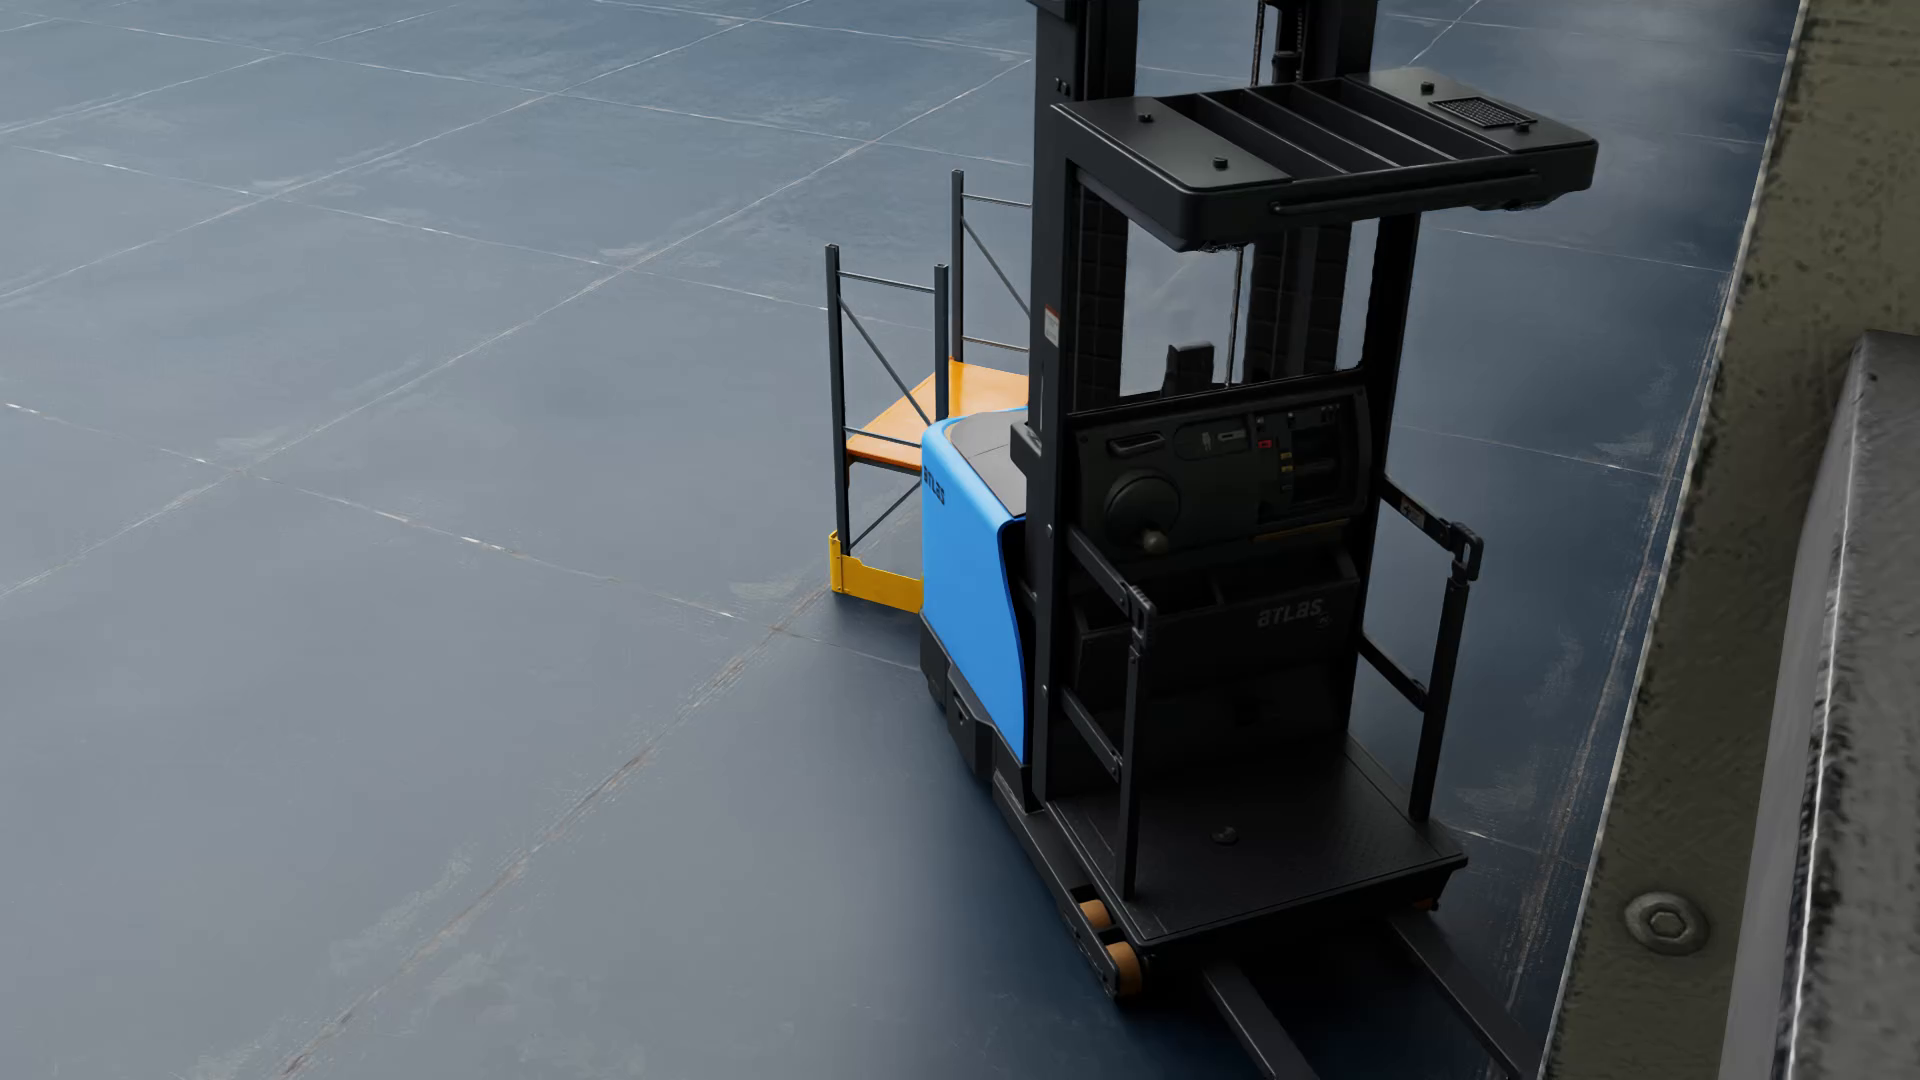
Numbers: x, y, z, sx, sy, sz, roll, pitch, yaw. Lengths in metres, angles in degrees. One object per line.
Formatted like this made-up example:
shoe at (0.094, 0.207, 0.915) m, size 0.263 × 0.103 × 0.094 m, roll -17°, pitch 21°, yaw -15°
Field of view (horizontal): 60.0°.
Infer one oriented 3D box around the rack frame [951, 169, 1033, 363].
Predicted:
rack frame at (0.193, -0.838, 7.216) m, size 0.500 × 1.500 × 0.032 m, roll 14°, pitch 33°, yaw 23°

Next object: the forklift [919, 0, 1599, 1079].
forklift at (0.840, -0.153, 4.586) m, size 1.130 × 2.935 × 3.031 m, roll -11°, pitch 32°, yaw -18°

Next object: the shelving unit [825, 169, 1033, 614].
shelving unit at (-0.035, -0.617, 6.831) m, size 0.587 × 1.500 × 1.083 m, roll 14°, pitch 33°, yaw 23°

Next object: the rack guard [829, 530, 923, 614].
rack guard at (-0.262, 0.146, 6.757) m, size 0.587 × 0.250 × 0.087 m, roll 14°, pitch 33°, yaw 23°

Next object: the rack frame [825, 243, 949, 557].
rack frame at (-0.270, -0.387, 6.431) m, size 0.500 × 1.500 × 0.032 m, roll 14°, pitch 33°, yaw 23°

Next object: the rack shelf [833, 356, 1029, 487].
rack shelf at (-0.039, -0.457, 6.913) m, size 0.538 × 0.185 × 1.000 m, roll 14°, pitch 33°, yaw 23°
